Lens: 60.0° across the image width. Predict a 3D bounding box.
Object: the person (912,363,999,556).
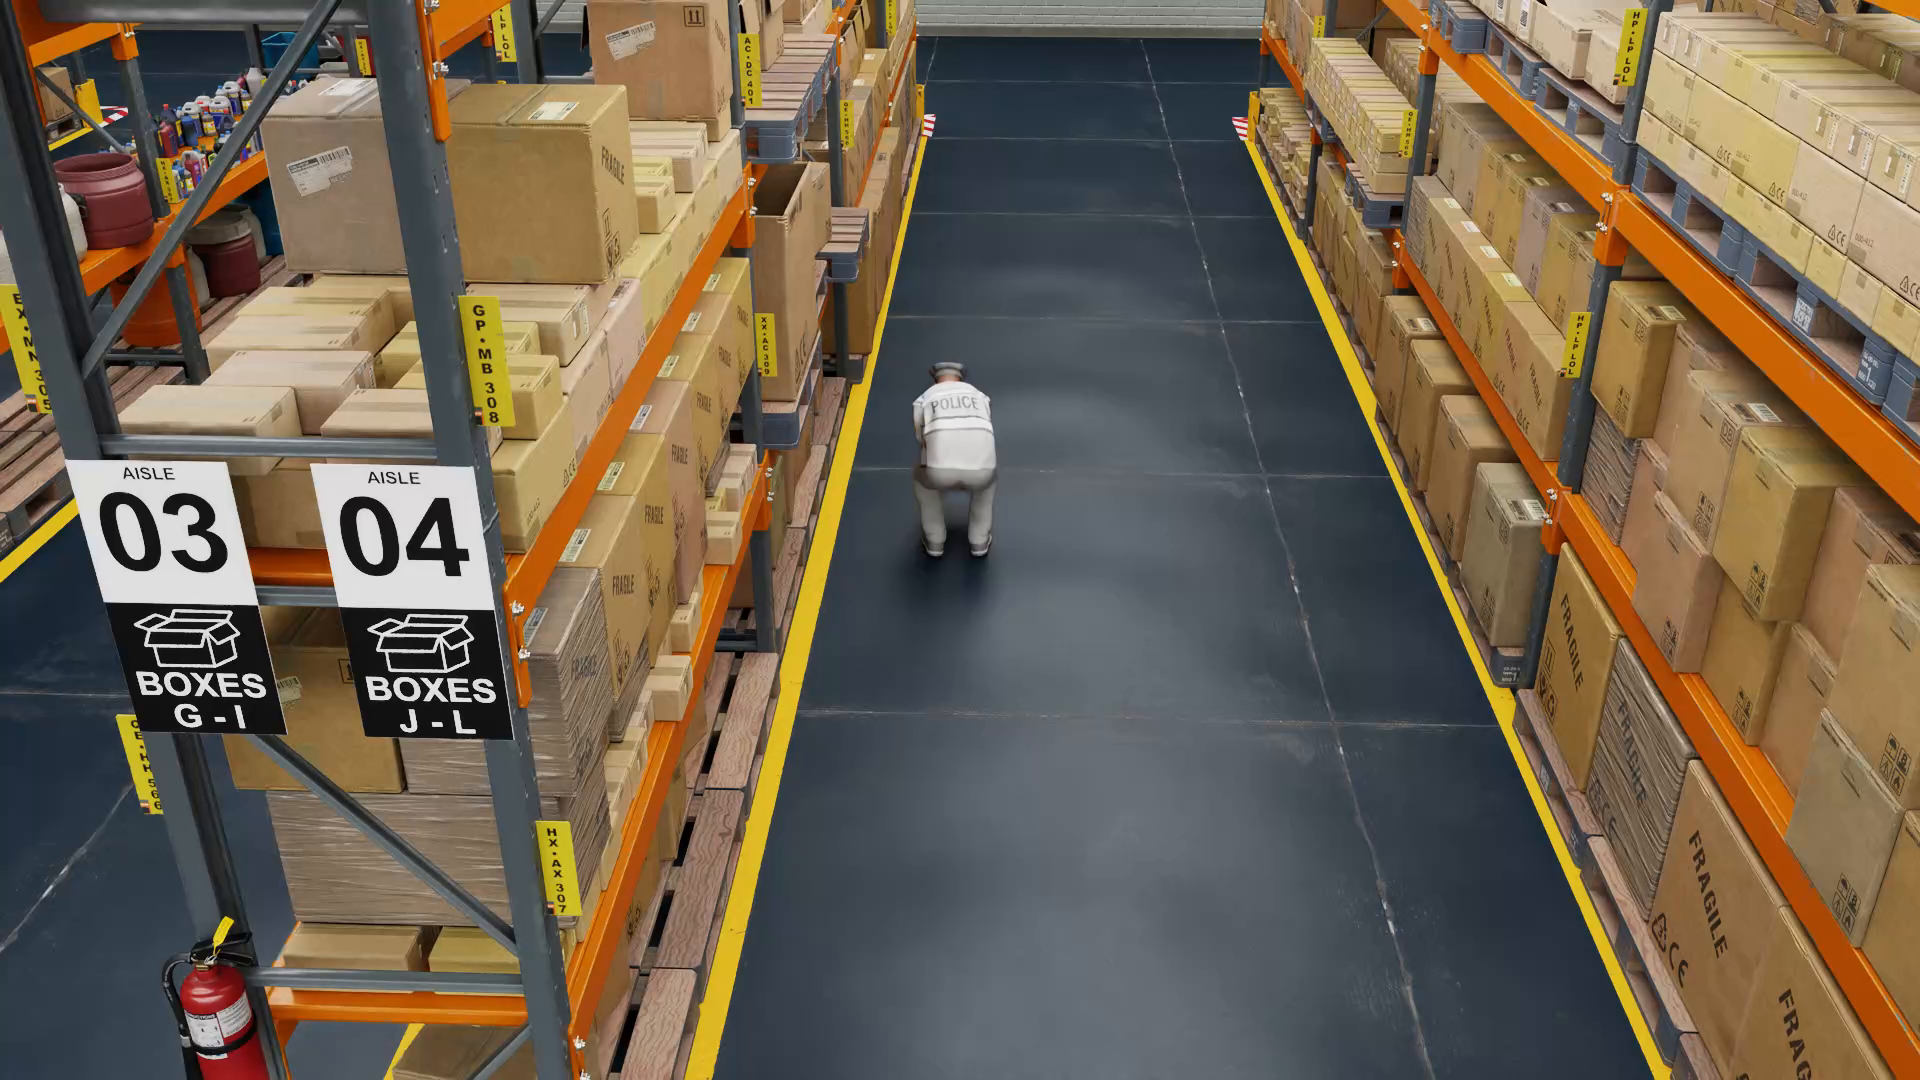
[{"bbox_3d":[-0.031,-0.494,10.333,0.544,1.027,1.019,-1,28,-2],"label":"person"}]
